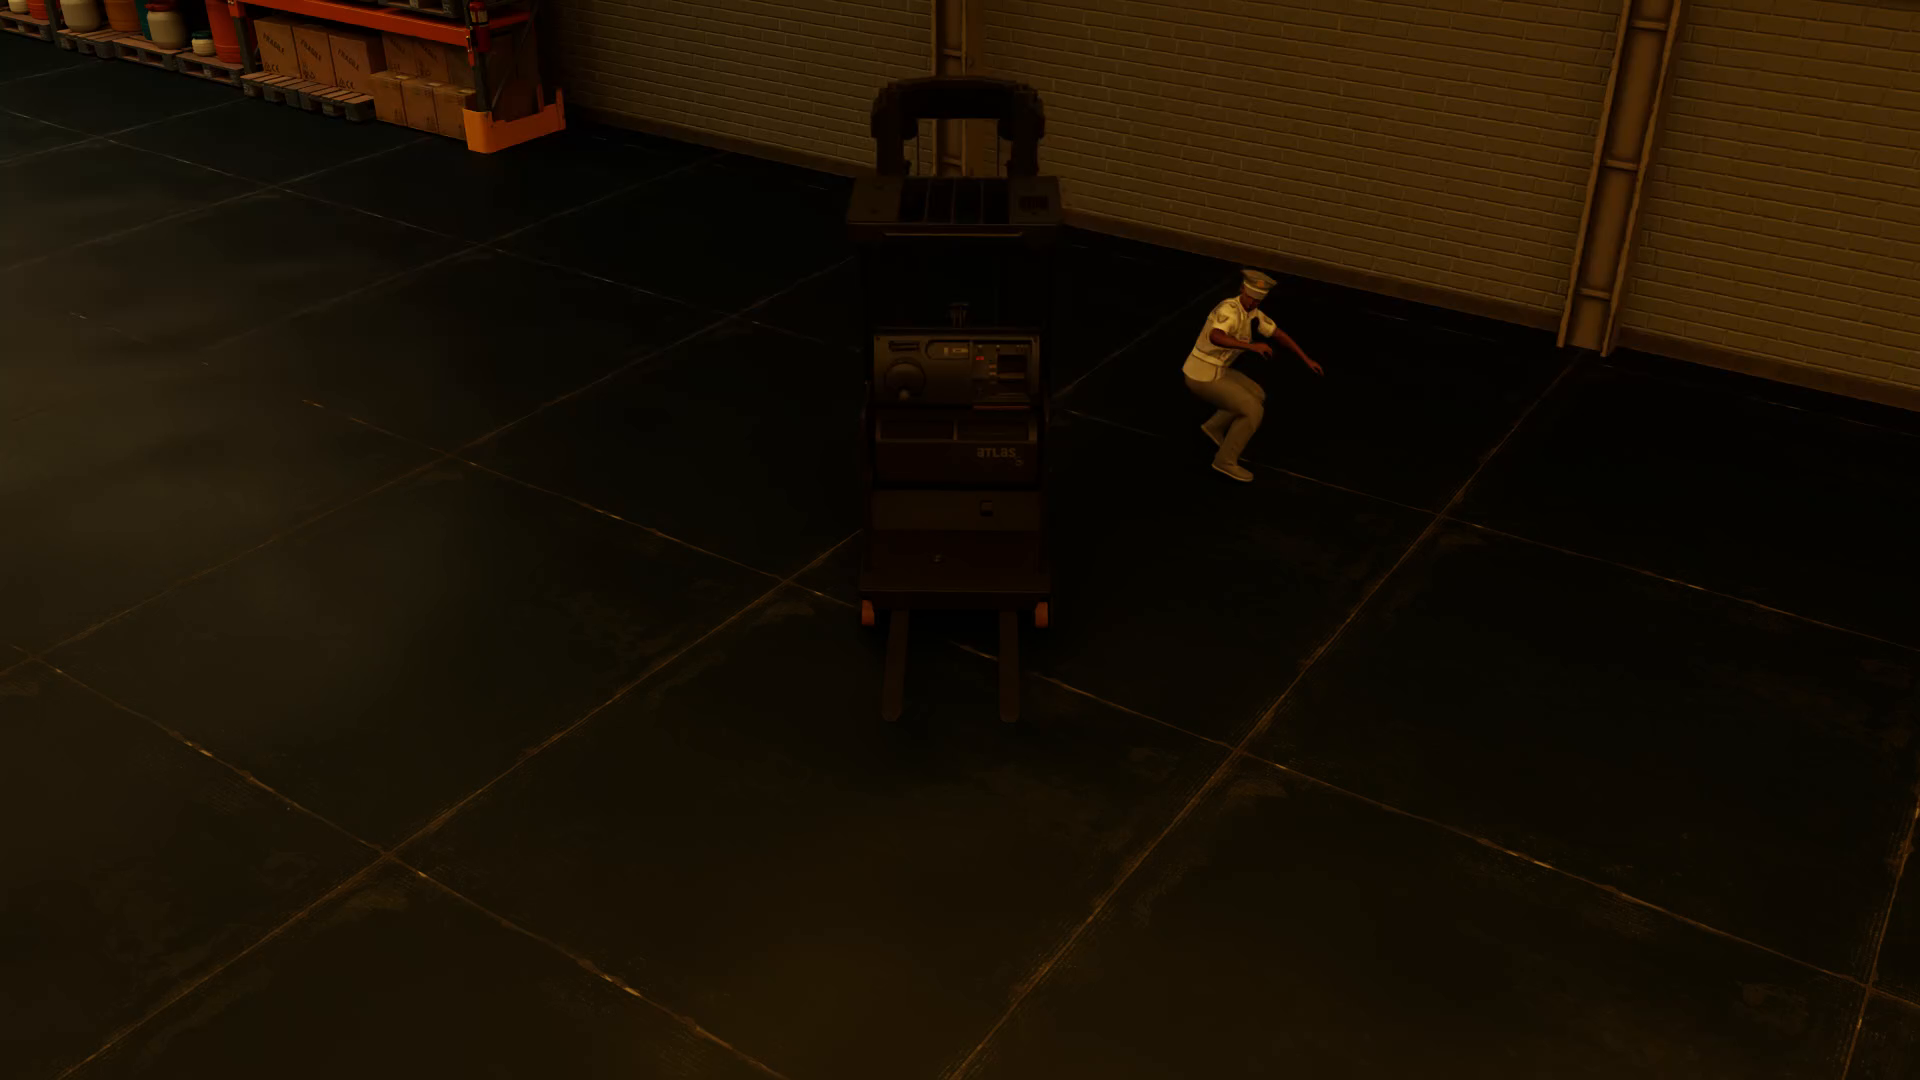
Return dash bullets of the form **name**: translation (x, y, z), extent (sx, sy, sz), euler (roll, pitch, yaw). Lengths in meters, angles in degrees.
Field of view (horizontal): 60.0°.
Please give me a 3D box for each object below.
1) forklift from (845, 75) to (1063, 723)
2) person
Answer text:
- **forklift**: translation (-0.021, -0.911, 9.150), extent (1.130, 2.935, 3.031), euler (1, 30, 1)
- **person**: translation (1.913, -1.087, 11.000), extent (0.893, 1.414, 0.716), euler (10, 32, 17)
